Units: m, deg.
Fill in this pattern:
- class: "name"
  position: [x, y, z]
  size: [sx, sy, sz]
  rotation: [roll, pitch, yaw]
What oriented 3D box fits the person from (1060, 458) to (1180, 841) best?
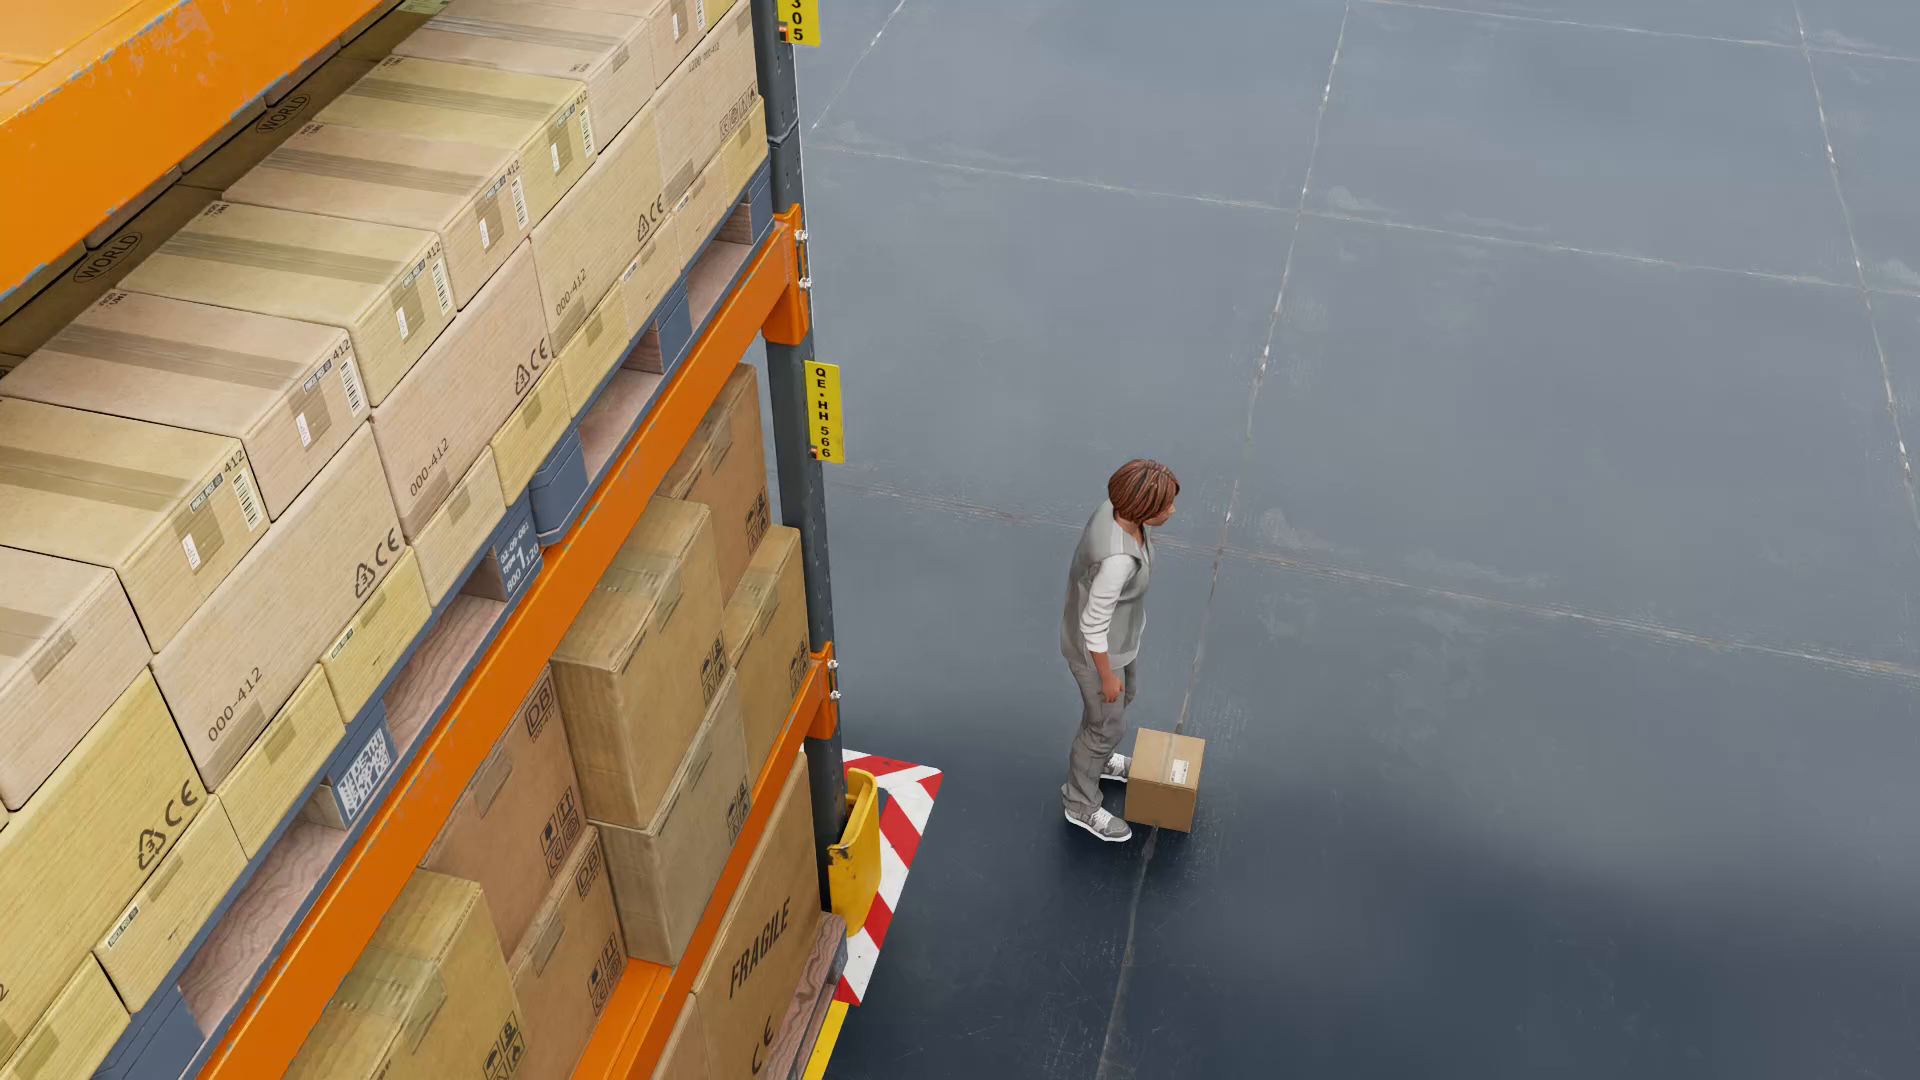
- class: "person"
  position: [0.524, 0.359, 5.771]
  size: [0.345, 1.582, 0.464]
  rotation: [10, 43, 11]
